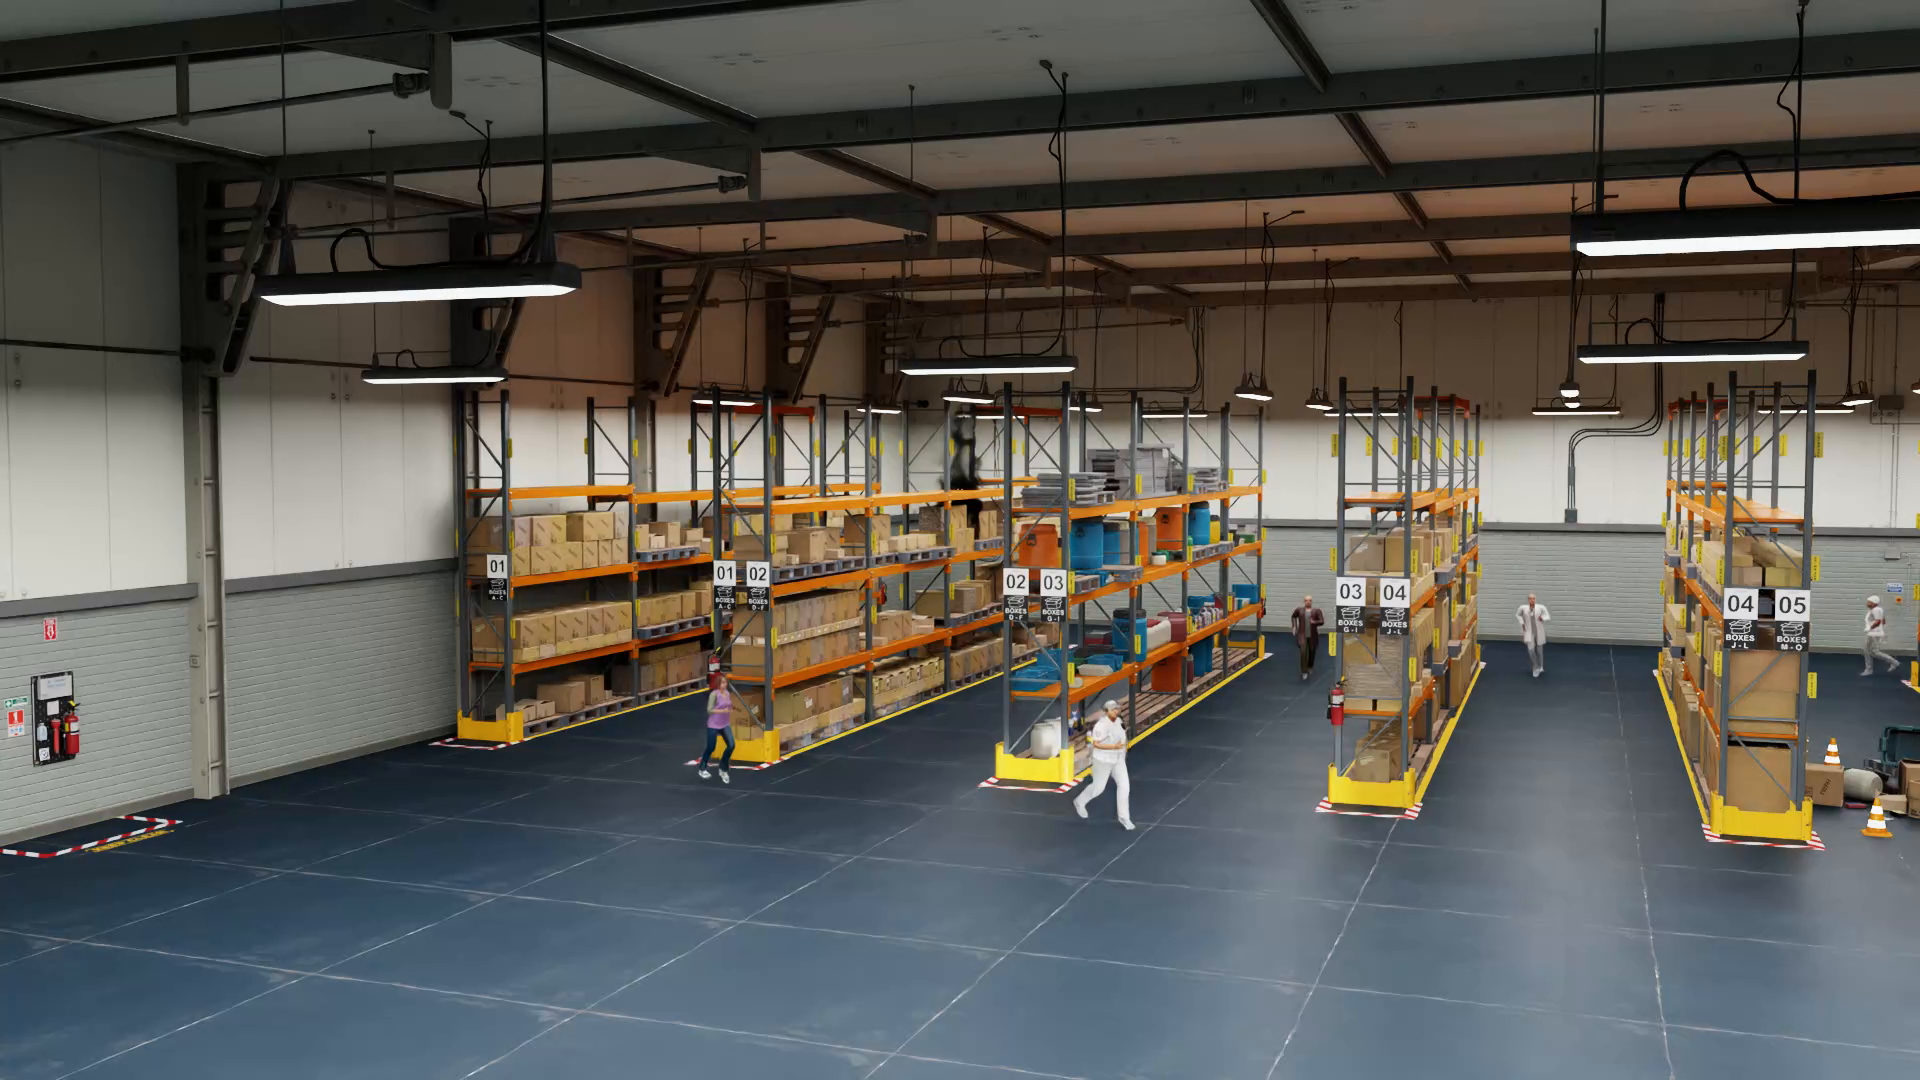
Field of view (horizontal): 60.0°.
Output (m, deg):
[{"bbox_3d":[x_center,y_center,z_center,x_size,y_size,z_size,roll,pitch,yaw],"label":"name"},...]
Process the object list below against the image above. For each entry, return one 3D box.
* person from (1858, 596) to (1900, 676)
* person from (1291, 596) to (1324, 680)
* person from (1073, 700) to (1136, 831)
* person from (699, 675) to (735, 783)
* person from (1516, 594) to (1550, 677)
[{"bbox_3d":[20.134,2.115,36.402,0.823,1.789,0.685,2,4,30],"label":"person"},{"bbox_3d":[7.547,2.096,36.108,0.688,1.779,1.049,1,3,9],"label":"person"},{"bbox_3d":[1.954,2.957,22.100,0.614,1.695,0.939,-2,4,-36],"label":"person"},{"bbox_3d":[-3.590,2.830,24.947,0.535,1.622,0.733,-3,4,-43],"label":"person"},{"bbox_3d":[12.657,2.150,36.734,0.704,1.764,0.828,1,3,16],"label":"person"}]
